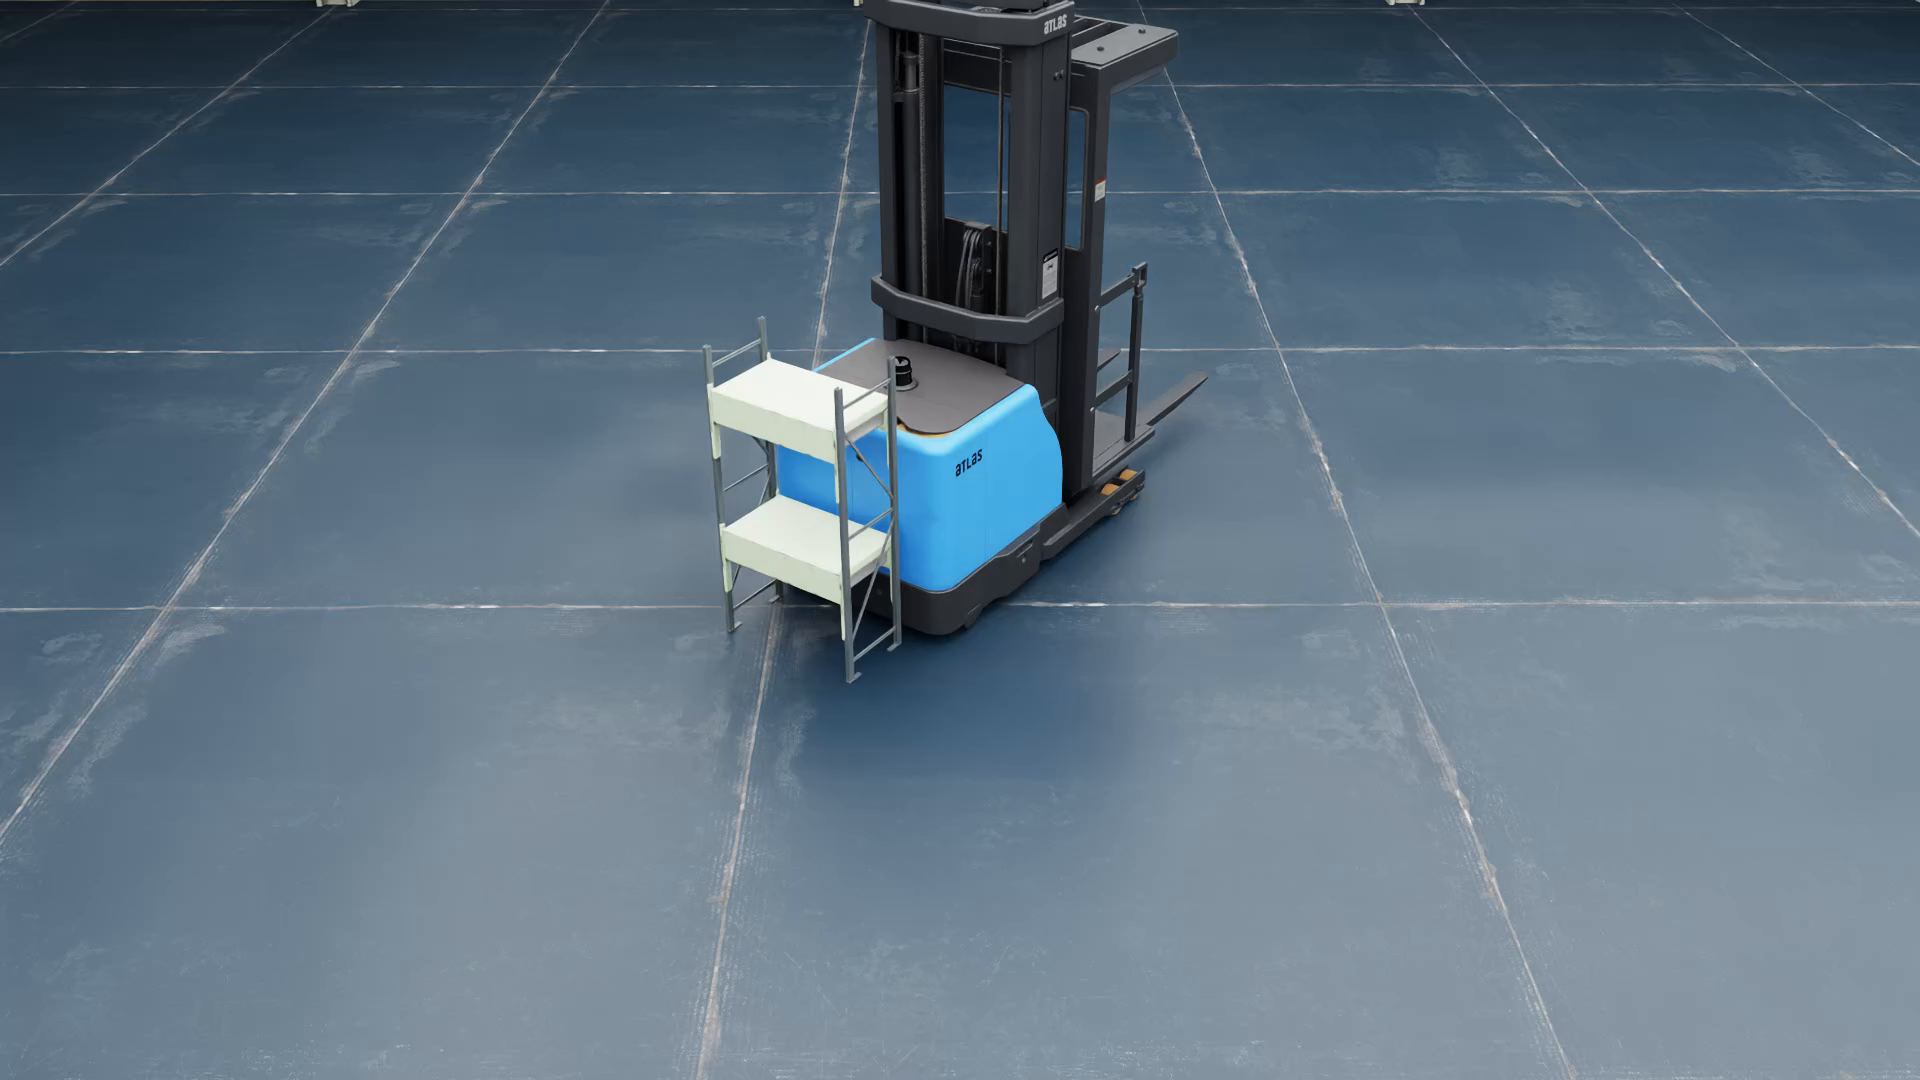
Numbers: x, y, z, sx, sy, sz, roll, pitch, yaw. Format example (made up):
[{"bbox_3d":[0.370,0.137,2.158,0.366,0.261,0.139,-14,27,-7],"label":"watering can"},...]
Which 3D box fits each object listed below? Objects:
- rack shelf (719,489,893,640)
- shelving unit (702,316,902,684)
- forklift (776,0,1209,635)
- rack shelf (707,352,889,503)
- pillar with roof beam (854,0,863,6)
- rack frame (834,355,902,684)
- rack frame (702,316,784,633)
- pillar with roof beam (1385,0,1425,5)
[{"bbox_3d":[-0.702,0.104,7.761,0.720,0.370,0.431,20,36,29],"label":"rack shelf"},{"bbox_3d":[-0.702,-0.175,7.592,0.755,1.500,0.431,20,36,29],"label":"shelving unit"},{"bbox_3d":[0.356,-1.518,8.427,1.130,2.935,3.031,20,36,29],"label":"forklift"},{"bbox_3d":[-0.702,-0.508,7.390,0.720,0.370,0.431,20,36,29],"label":"rack shelf"},{"bbox_3d":[-0.964,-7.676,12.726,0.400,9.000,9.100,0,31,0],"label":"pillar with roof beam"},{"bbox_3d":[-0.401,-0.066,7.413,0.023,1.500,0.400,20,36,29],"label":"rack frame"},{"bbox_3d":[-1.002,-0.283,7.771,0.023,1.500,0.400,20,36,29],"label":"rack frame"},{"bbox_3d":[5.036,-7.695,12.757,0.400,9.000,9.100,0,31,0],"label":"pillar with roof beam"}]
